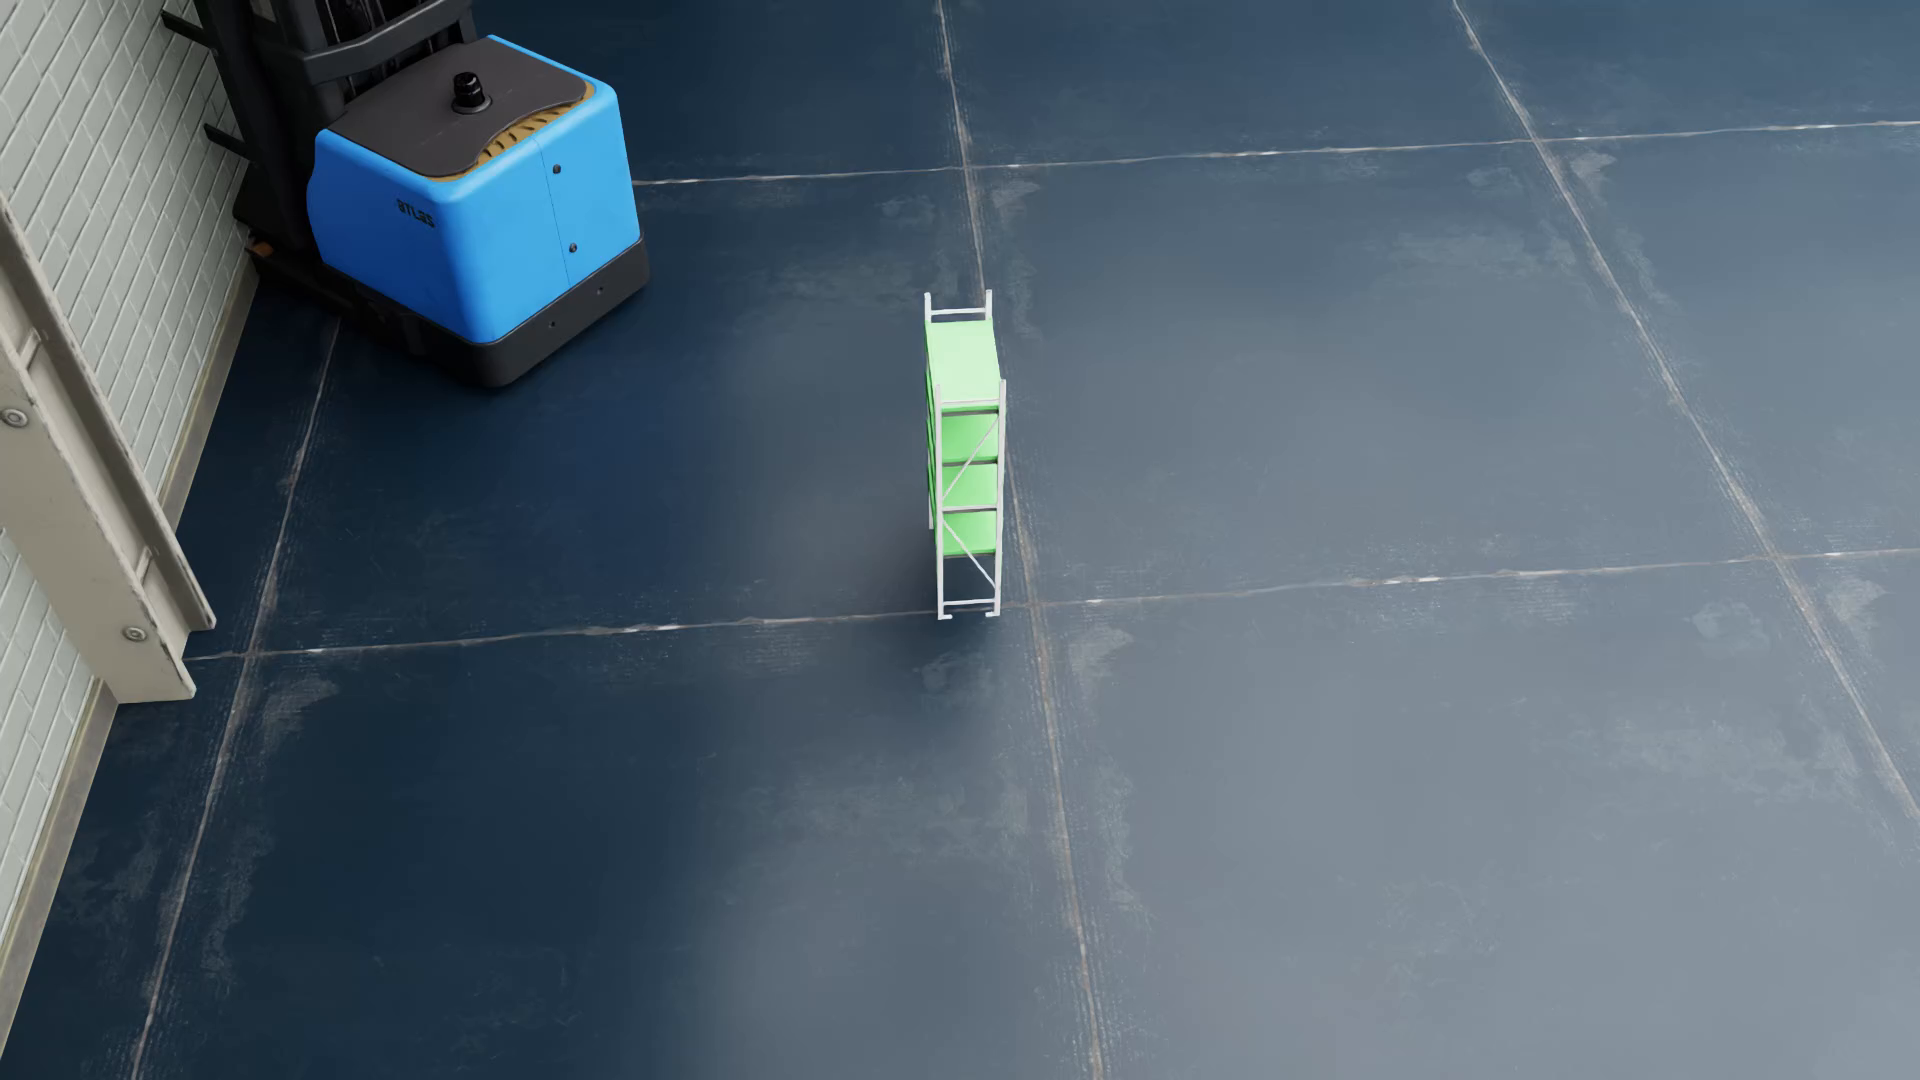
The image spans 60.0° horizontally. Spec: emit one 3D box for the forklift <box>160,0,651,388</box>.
[{"bbox_3d":[-2.949,-2.545,7.142,3.031,2.935,1.130,28,52,24],"label":"forklift"}]

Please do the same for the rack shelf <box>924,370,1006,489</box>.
[{"bbox_3d":[0.014,-0.414,6.073,0.258,0.148,0.480,-3,47,-3],"label":"rack shelf"}]

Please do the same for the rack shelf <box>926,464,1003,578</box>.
[{"bbox_3d":[0.014,-0.084,6.422,0.258,0.148,0.480,-3,47,-3],"label":"rack shelf"}]

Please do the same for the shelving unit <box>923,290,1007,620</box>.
[{"bbox_3d":[0.014,-0.293,6.201,0.258,1.200,0.503,-3,47,-3],"label":"shelving unit"}]

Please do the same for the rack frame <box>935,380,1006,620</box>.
[{"bbox_3d":[0.034,-0.116,6.034,0.240,1.200,0.015,-3,47,-3],"label":"rack frame"}]

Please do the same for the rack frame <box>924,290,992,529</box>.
[{"bbox_3d":[-0.007,-0.469,6.368,0.240,1.200,0.015,-3,47,-3],"label":"rack frame"}]

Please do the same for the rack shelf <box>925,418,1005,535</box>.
[{"bbox_3d":[0.014,-0.249,6.247,0.258,0.148,0.480,-3,47,-3],"label":"rack shelf"}]

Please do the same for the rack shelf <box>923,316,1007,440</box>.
[{"bbox_3d":[0.014,-0.579,5.899,0.258,0.148,0.480,-3,47,-3],"label":"rack shelf"}]

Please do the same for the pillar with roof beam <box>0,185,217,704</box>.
[{"bbox_3d":[1.265,-2.900,3.298,9.100,9.000,0.400,-3,47,-3],"label":"pillar with roof beam"}]
